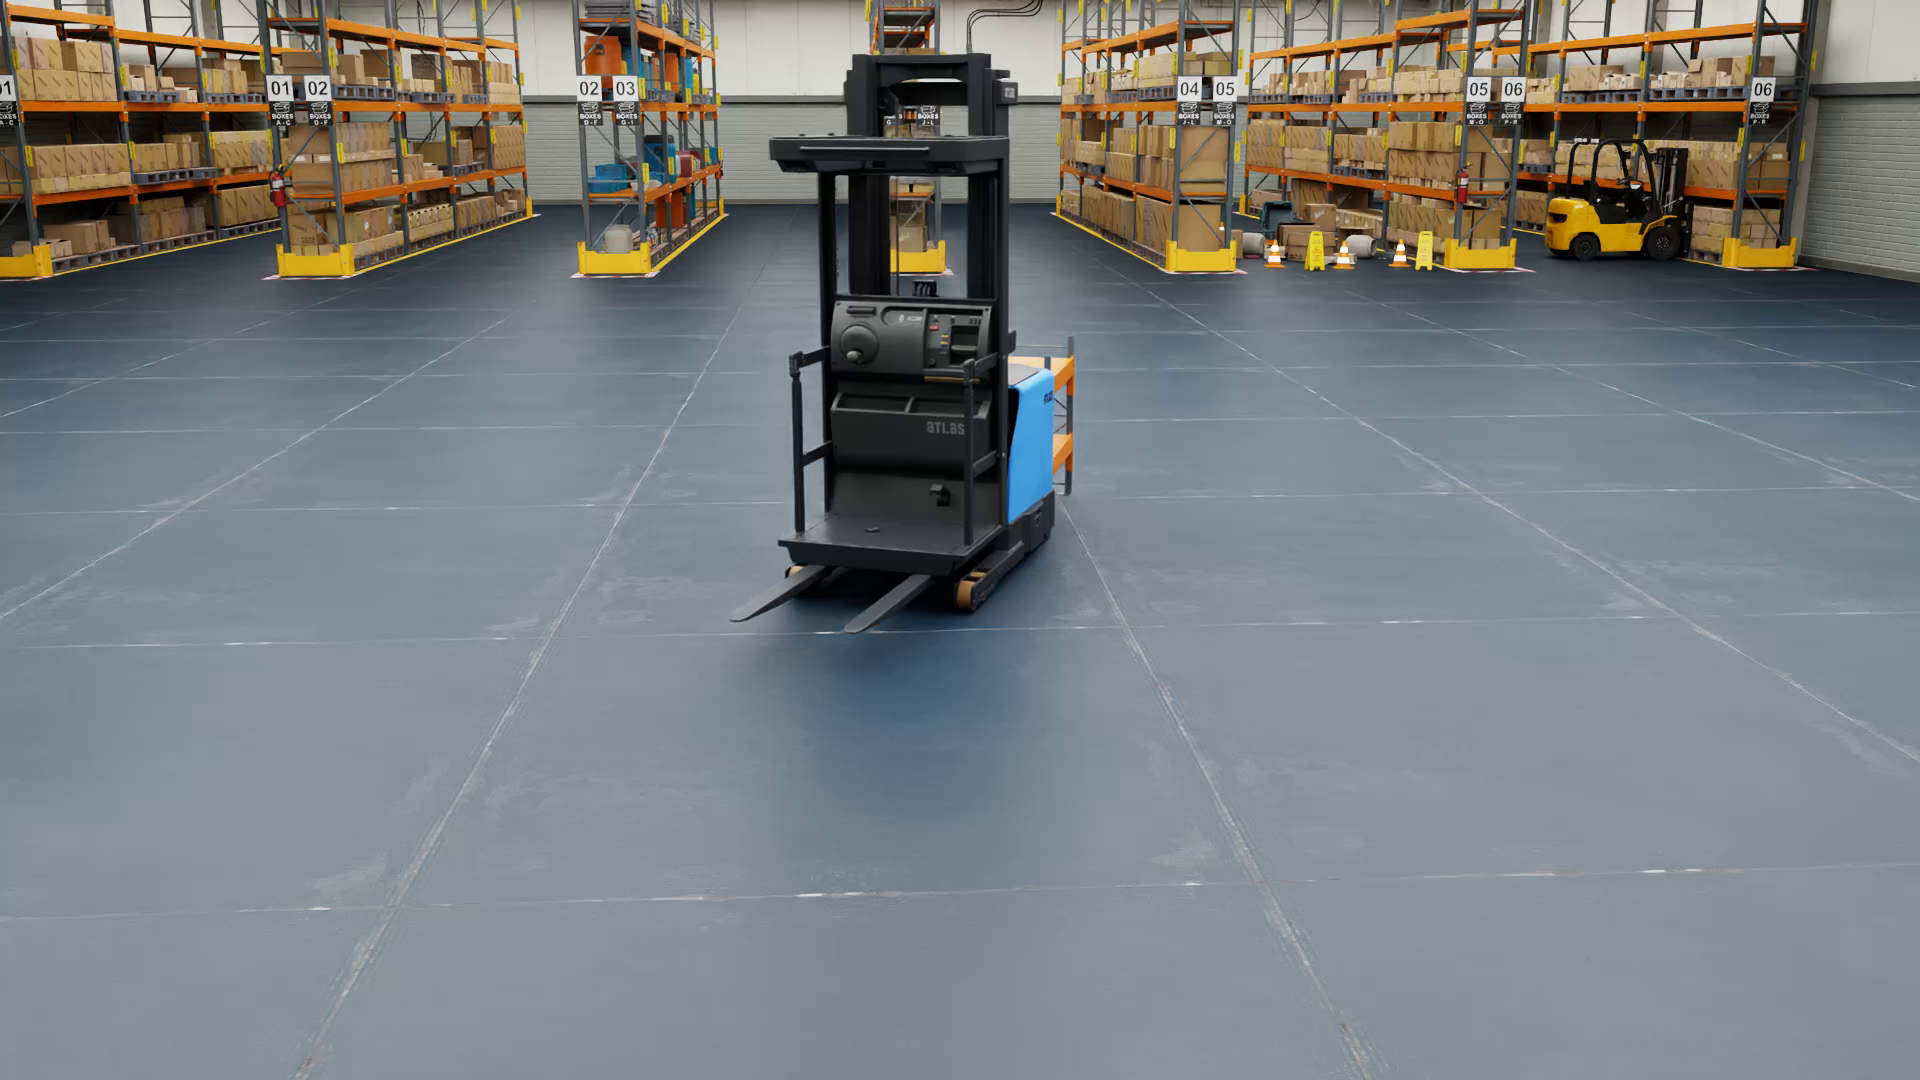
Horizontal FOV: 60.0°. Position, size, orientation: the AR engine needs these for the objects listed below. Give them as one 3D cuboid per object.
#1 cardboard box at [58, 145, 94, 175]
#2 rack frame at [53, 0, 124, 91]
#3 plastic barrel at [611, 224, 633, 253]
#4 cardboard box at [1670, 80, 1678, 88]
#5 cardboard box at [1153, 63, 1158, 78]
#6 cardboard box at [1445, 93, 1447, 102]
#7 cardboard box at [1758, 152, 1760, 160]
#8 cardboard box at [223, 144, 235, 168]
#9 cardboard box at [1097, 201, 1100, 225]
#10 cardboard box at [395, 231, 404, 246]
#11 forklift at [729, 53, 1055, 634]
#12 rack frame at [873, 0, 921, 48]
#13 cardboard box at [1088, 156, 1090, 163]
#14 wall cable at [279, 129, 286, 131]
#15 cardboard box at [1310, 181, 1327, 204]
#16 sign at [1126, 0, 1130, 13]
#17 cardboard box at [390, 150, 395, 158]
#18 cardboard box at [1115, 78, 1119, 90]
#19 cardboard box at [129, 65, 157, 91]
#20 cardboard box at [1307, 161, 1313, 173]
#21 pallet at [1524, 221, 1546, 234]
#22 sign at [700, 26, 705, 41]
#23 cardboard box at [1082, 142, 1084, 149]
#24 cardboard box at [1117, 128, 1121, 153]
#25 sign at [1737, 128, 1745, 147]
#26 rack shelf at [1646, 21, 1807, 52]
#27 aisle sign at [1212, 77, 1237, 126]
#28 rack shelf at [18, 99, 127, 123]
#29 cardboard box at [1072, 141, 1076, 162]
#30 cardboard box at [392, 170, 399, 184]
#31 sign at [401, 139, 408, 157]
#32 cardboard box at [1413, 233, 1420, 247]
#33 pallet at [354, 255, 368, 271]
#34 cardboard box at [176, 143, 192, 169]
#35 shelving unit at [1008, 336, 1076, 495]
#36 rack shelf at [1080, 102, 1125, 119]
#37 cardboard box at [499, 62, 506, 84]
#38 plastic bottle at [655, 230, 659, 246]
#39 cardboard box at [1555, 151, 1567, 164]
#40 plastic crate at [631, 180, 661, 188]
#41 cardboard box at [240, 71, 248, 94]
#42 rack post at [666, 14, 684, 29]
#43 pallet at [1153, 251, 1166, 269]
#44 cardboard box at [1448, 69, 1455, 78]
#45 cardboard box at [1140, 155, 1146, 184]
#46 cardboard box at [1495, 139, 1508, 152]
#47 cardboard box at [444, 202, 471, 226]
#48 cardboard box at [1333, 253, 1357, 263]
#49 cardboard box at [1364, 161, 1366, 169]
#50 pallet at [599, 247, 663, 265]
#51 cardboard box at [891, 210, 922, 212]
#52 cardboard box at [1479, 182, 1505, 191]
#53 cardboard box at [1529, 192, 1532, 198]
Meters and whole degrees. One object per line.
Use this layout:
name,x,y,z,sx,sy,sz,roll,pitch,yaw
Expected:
cardboard box,-15.485,-6.611,28.957,0.500,0.500,0.500,0,14,-2
rack frame,-15.913,-9.708,30.197,1.000,3.000,0.127,-1,14,-3
plastic barrel,-5.925,-5.246,29.046,0.421,0.512,0.421,0,14,0
cardboard box,13.536,-8.538,31.130,0.380,0.149,0.250,0,14,-2
cardboard box,3.723,-8.356,29.625,0.500,0.250,0.500,-1,14,-3
cardboard box,8.776,-7.797,29.296,0.380,0.149,0.250,-1,14,-3
cardboard box,14.170,-6.779,29.351,0.380,0.149,0.250,-1,14,-3
cardboard box,-15.959,-8.254,35.751,0.500,0.500,0.500,0,14,-2
cardboard box,3.326,-7.230,36.782,0.500,0.500,0.500,-1,14,-4
cardboard box,-10.722,-5.640,31.101,0.500,0.250,0.500,-1,14,-3
forklift,-0.341,-1.147,9.100,1.130,2.935,3.031,5,15,18
rack frame,-1.329,-10.932,34.955,1.000,3.000,0.127,-1,14,-3
cardboard box,3.078,-8.530,37.321,0.380,0.149,0.250,-2,15,-6
wall cable,-17.680,-10.583,43.598,0.084,1.984,1.851,-1,14,-3
cardboard box,8.551,-7.749,38.045,0.875,0.875,0.875,-1,14,-3
sign,3.933,-12.517,38.924,0.100,0.325,0.005,-1,14,-3
cardboard box,-10.738,-7.178,30.902,0.380,0.149,0.250,-1,14,-3
cardboard box,3.484,-9.402,34.286,0.500,0.250,0.500,0,14,-2
cardboard box,-15.944,-8.951,32.231,0.500,0.500,0.500,-1,14,-5
cardboard box,8.209,-8.481,37.770,0.500,0.250,0.500,-1,14,-4
pallet,13.507,-7.093,37.670,1.003,0.211,1.213,-1,14,-3
sign,-5.972,-11.757,38.581,0.100,0.325,0.005,-1,14,-3
cardboard box,3.011,-9.079,38.259,0.380,0.149,0.250,-1,14,-4
cardboard box,3.678,-8.373,34.842,0.700,0.500,0.500,-1,14,-4
sign,13.469,-6.938,28.673,0.100,0.325,0.005,-1,14,-3
rack shelf,13.887,-9.128,30.191,1.077,0.370,4.000,-1,14,-3
aisle sign,4.427,-7.334,27.795,0.394,0.787,0.004,-1,14,-3
rack shelf,-15.789,-7.409,28.727,1.077,0.370,4.000,-1,14,-3
cardboard box,3.036,-9.510,40.672,0.500,0.500,0.500,-1,14,-5
cardboard box,-11.043,-6.929,31.737,0.500,0.250,0.500,0,14,0
sign,-10.415,-7.346,31.162,0.100,0.325,0.005,-1,14,-3
cardboard box,8.676,-5.518,30.627,0.500,0.250,0.500,-1,14,-5
pallet,-10.810,-4.724,28.463,1.003,0.211,1.213,-1,14,-3
cardboard box,-16.060,-7.803,33.751,0.700,0.500,0.500,-2,15,-9
shelving unit,0.438,-0.753,11.195,0.538,1.125,1.048,3,15,12
rack shelf,3.503,-9.680,37.552,1.077,0.370,4.000,-1,14,-3
cardboard box,-11.580,-11.474,40.873,0.700,0.500,0.500,-1,14,-3
plastic bottle,-5.634,-5.610,30.877,0.061,0.283,0.133,0,14,0
cardboard box,13.274,-8.312,36.110,0.500,0.250,0.500,-1,14,-3
plastic crate,-5.672,-6.428,30.017,0.530,0.136,0.437,-1,14,-3
cardboard box,-16.464,-10.286,37.379,0.700,0.500,0.500,-2,15,-6
rack post,-6.359,-10.998,35.365,0.954,0.300,0.937,-1,14,-3
pallet,3.995,-4.936,29.285,1.003,0.211,1.213,-1,14,-3
cardboard box,8.730,-8.115,28.929,0.380,0.149,0.250,-1,14,-4
cardboard box,3.910,-7.064,31.661,0.875,0.550,0.550,-1,14,-3
cardboard box,13.106,-9.251,39.419,0.700,0.500,0.500,-1,14,-3
cardboard box,-10.998,-7.125,36.331,0.500,0.500,0.500,-1,14,-5
cardboard box,6.960,-5.104,30.065,0.380,0.149,0.250,7,16,26
cardboard box,8.453,-7.644,33.878,0.380,0.149,0.250,-1,14,-3
pallet,-5.946,-5.133,30.053,1.003,0.211,1.213,-1,14,-3
cardboard box,-1.109,-6.306,33.150,0.700,0.500,0.500,-1,14,-4
cardboard box,9.243,-6.156,28.936,0.380,0.149,0.250,-1,14,-3
cardboard box,13.241,-7.883,38.016,0.380,0.149,0.250,0,14,-2
